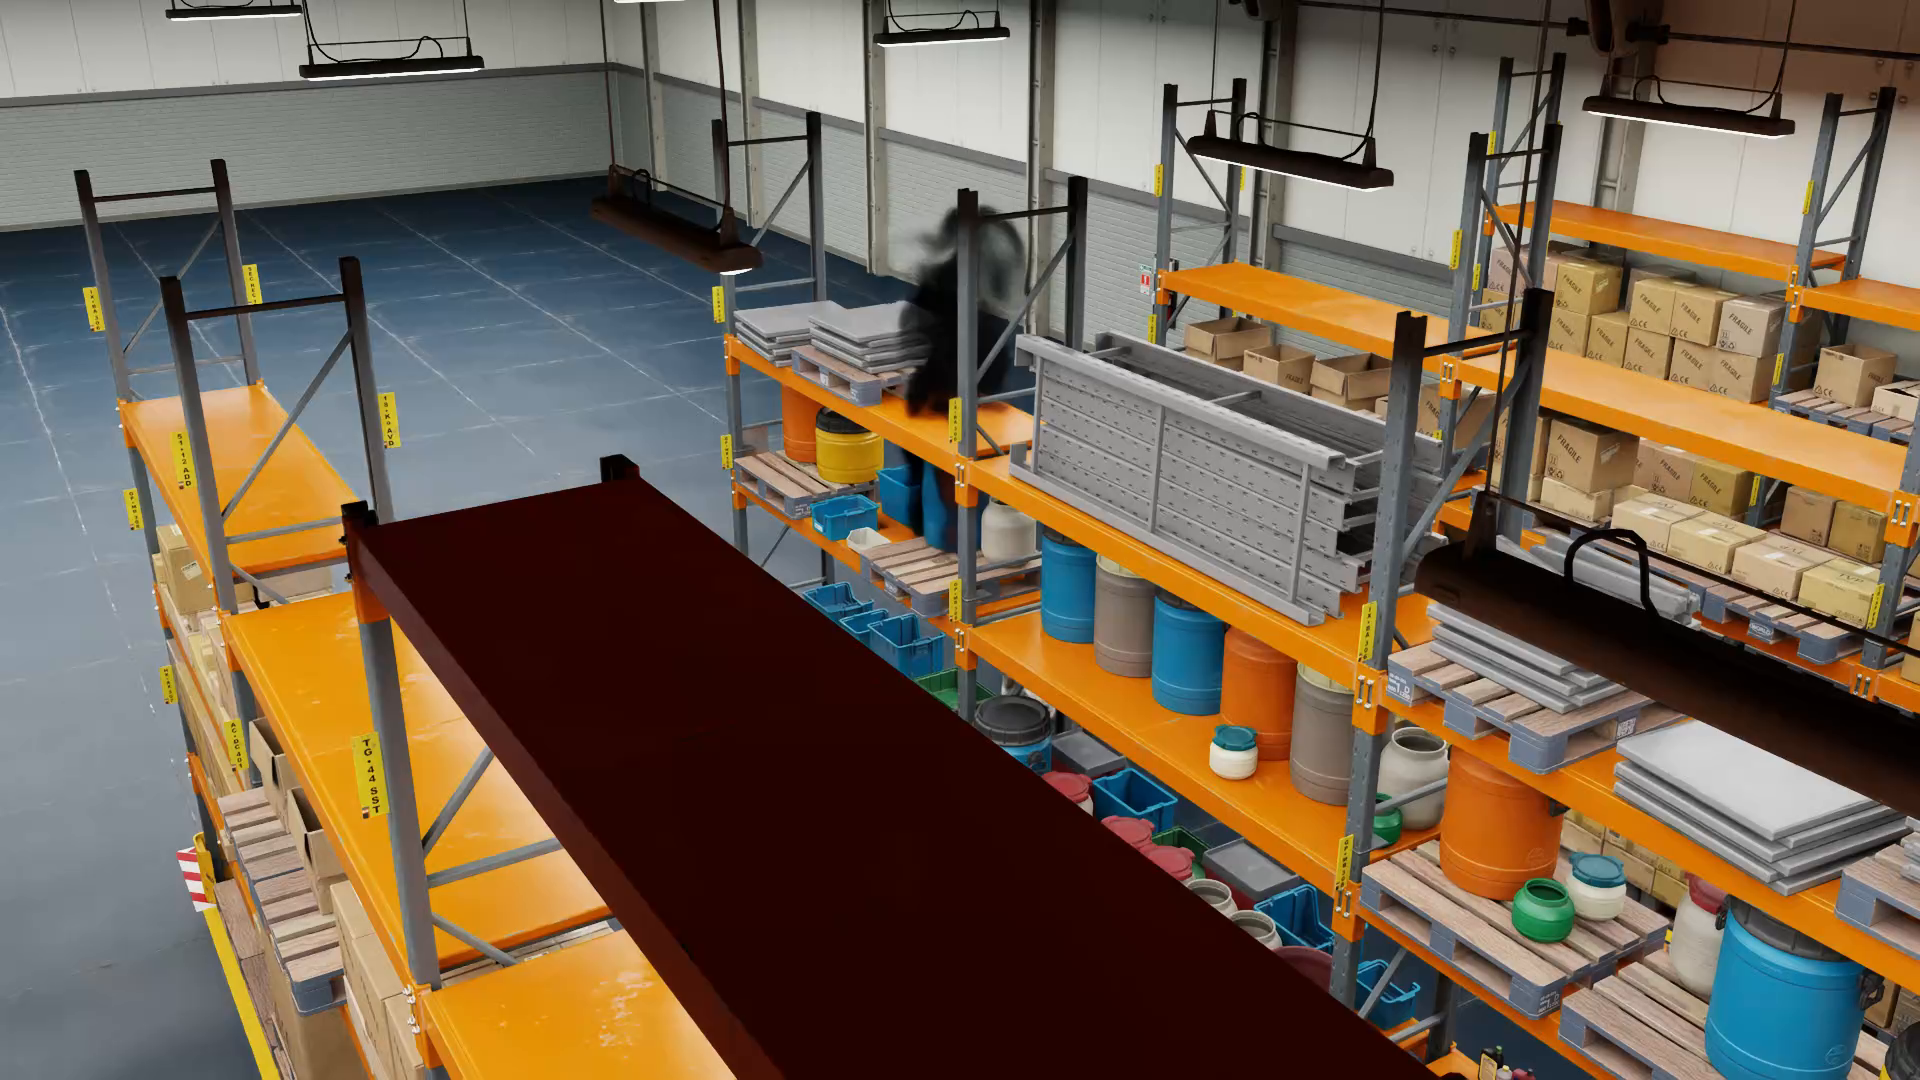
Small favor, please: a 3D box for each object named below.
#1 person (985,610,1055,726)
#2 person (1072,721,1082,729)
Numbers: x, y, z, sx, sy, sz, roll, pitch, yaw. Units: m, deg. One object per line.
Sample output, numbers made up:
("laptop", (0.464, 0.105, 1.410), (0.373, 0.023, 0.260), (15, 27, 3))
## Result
("person", (0.640, 1.044, 16.380), (1.003, 1.788, 0.668), (13, 25, 29))
("person", (1.162, 1.606, 15.113), (0.598, 1.749, 0.817), (-7, 23, -18))
